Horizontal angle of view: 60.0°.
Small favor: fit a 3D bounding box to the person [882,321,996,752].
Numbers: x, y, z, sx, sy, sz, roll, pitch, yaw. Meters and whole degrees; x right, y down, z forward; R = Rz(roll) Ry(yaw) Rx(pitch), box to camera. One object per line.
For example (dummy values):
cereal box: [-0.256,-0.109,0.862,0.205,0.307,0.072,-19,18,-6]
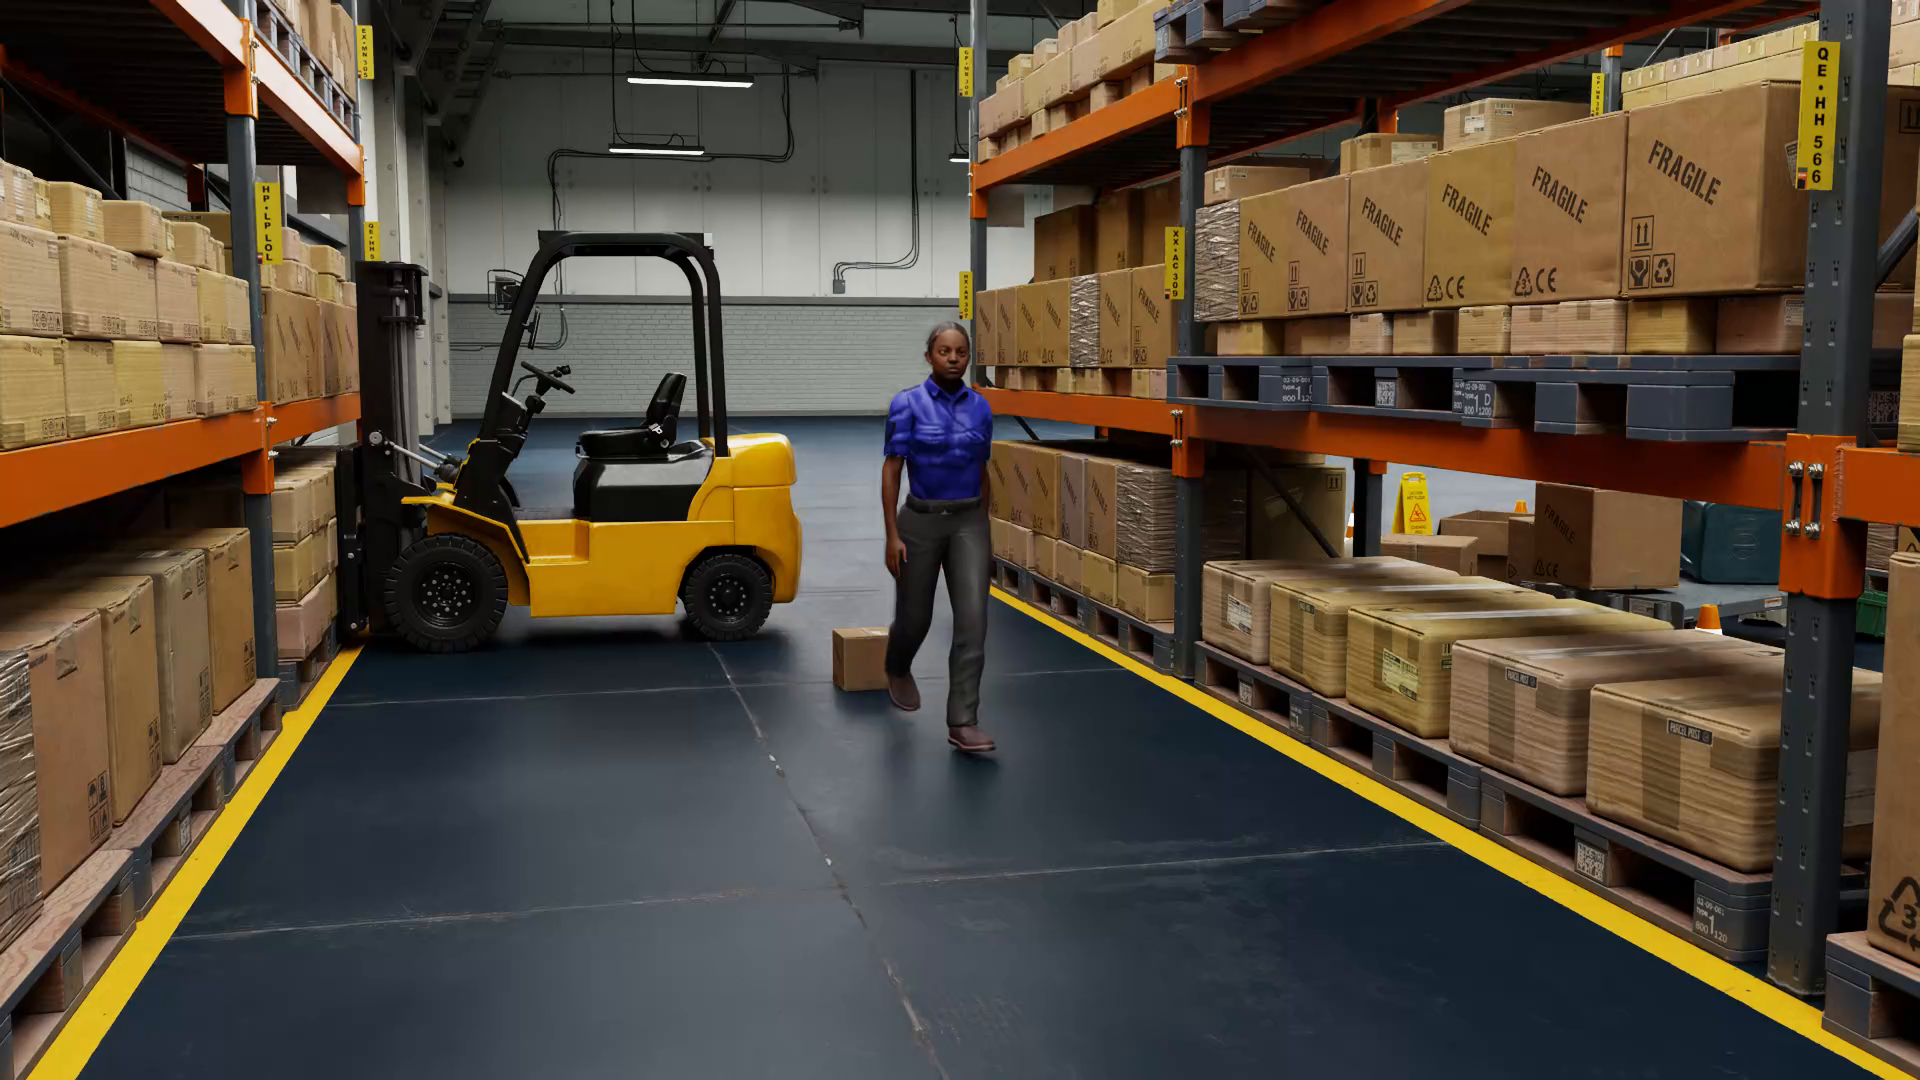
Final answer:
person: [-0.103,-0.039,6.505,0.459,1.617,0.877,-2,7,-17]
